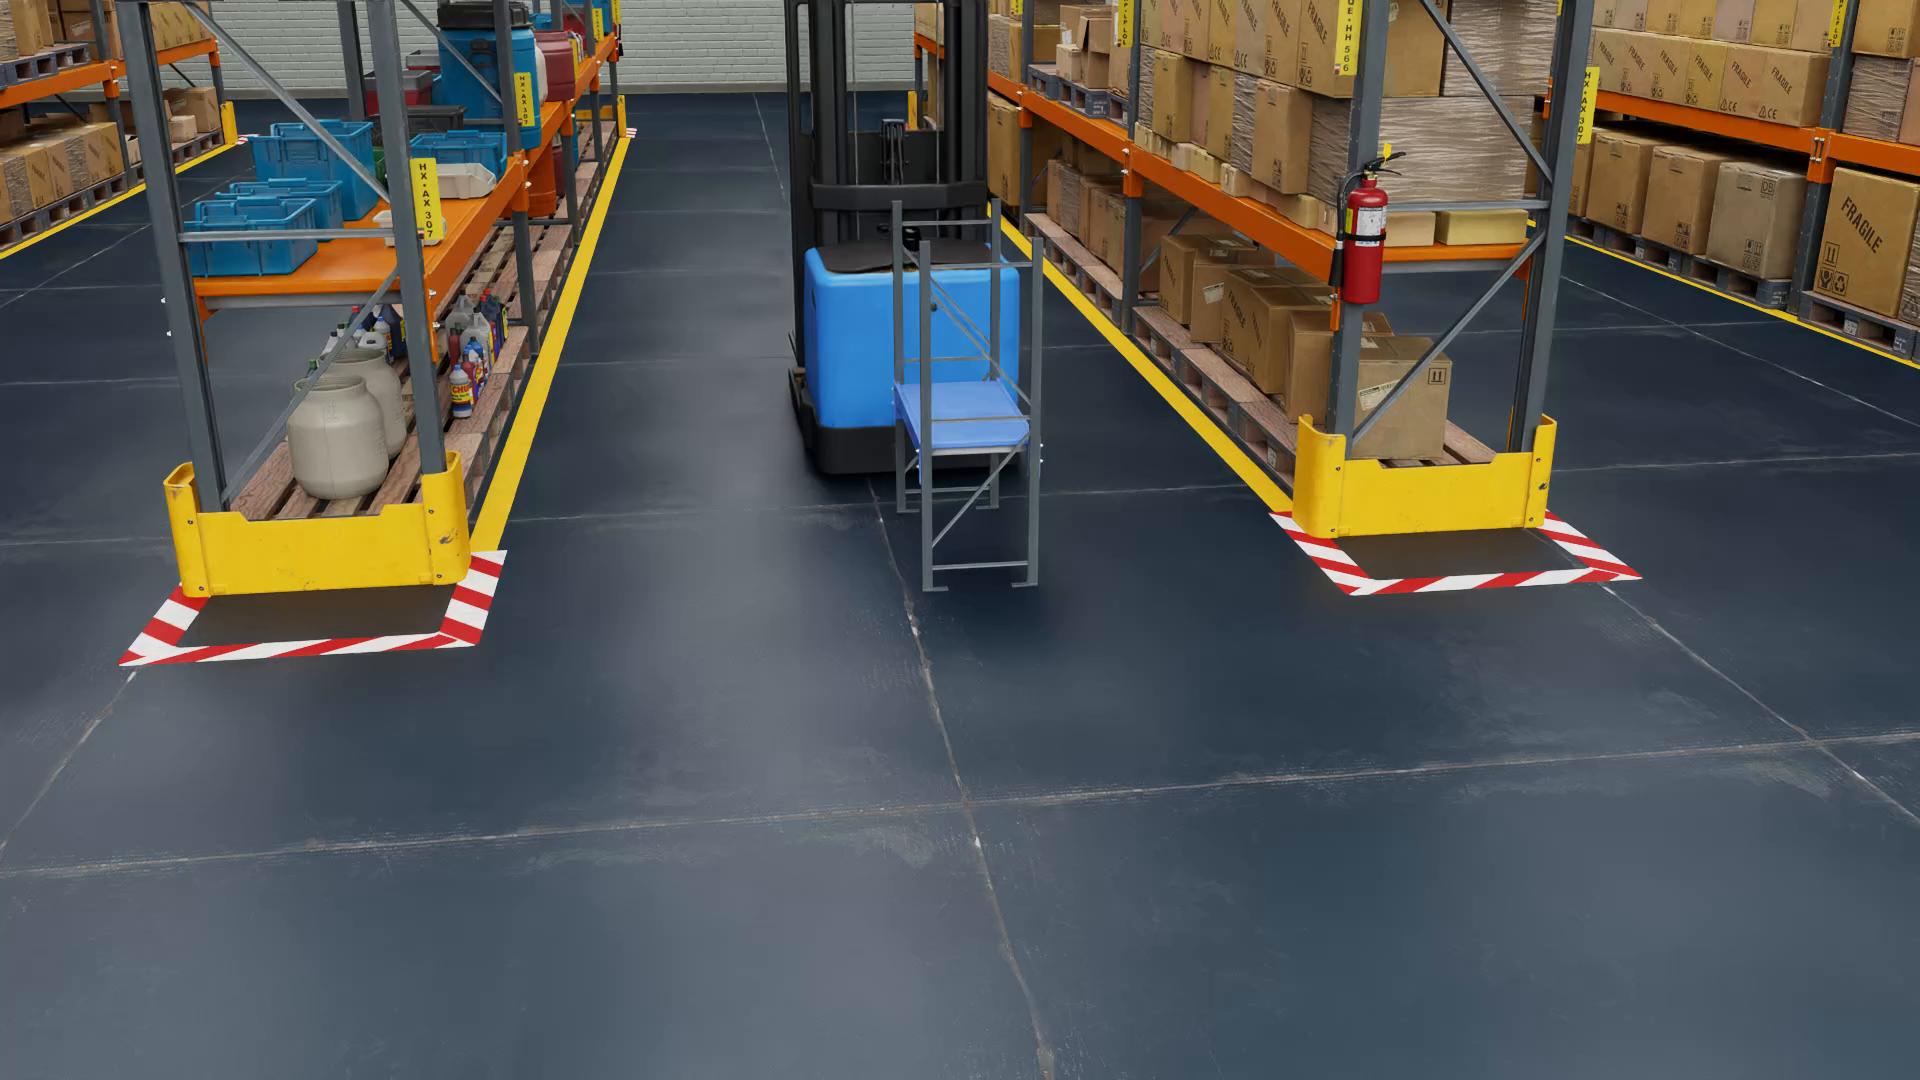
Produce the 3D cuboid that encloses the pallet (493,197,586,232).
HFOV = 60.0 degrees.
[{"bbox_3d":[-4.009,-2.957,15.332,1.003,0.211,1.213,-3,21,-8],"label":"pallet"}]

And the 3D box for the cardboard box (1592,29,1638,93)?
[{"bbox_3d":[5.844,-4.160,14.423,0.500,0.500,0.500,-3,21,-8],"label":"cardboard box"}]

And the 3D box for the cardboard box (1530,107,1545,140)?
[{"bbox_3d":[5.612,-4.058,16.195,0.500,0.250,0.500,-3,21,-9],"label":"cardboard box"}]

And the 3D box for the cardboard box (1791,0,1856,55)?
[{"bbox_3d":[6.469,-3.760,11.923,0.700,0.500,0.500,-3,21,-9],"label":"cardboard box"}]

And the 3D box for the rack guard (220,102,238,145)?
[{"bbox_3d":[-9.898,-5.317,21.237,1.175,0.500,0.348,-3,21,-8],"label":"rack guard"}]

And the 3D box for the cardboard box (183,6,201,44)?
[{"bbox_3d":[-9.497,-6.240,19.994,0.500,0.500,0.500,-3,21,-7],"label":"cardboard box"}]

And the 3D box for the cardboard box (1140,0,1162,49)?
[{"bbox_3d":[1.437,-3.344,10.384,0.500,0.500,0.500,-3,21,-8],"label":"cardboard box"}]

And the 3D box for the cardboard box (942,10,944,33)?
[{"bbox_3d":[0.070,-6.015,19.324,0.500,0.250,0.500,-2,21,-6],"label":"cardboard box"}]

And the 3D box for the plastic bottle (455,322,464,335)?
[{"bbox_3d":[-2.923,-1.141,9.736,0.061,0.283,0.133,-3,21,-8],"label":"plastic bottle"}]

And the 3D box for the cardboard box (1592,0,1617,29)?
[{"bbox_3d":[6.025,-4.817,14.754,0.700,0.500,0.500,-3,21,-8],"label":"cardboard box"}]

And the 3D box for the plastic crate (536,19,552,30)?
[{"bbox_3d":[-5.108,-6.154,20.060,0.416,0.233,0.300,-3,21,-8],"label":"plastic crate"}]

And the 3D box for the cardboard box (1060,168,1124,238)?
[{"bbox_3d":[1.256,-2.855,14.018,0.700,0.500,0.500,-5,21,-12],"label":"cardboard box"}]

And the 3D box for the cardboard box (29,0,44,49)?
[{"bbox_3d":[-9.324,-4.963,15.973,0.700,0.500,0.500,0,20,1],"label":"cardboard box"}]

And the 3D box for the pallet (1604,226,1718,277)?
[{"bbox_3d":[6.182,-2.453,13.983,1.003,0.211,1.213,-3,21,-8],"label":"pallet"}]

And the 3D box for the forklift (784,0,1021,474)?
[{"bbox_3d":[-0.432,-2.185,9.376,1.130,2.935,3.031,-3,21,-9],"label":"forklift"}]

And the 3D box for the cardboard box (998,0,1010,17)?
[{"bbox_3d":[0.764,-5.471,16.500,0.797,0.503,0.637,-2,21,-6],"label":"cardboard box"}]

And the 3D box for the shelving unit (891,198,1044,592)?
[{"bbox_3d":[0.012,-0.673,7.375,0.538,1.500,1.048,-3,21,-8],"label":"shelving unit"}]

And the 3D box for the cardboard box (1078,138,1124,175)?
[{"bbox_3d":[1.260,-3.215,13.910,0.500,0.250,0.500,-1,20,-2],"label":"cardboard box"}]

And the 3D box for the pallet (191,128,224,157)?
[{"bbox_3d":[-9.782,-4.905,20.548,1.003,0.211,1.213,-3,21,-8],"label":"pallet"}]

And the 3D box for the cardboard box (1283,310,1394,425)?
[{"bbox_3d":[2.007,-0.921,8.867,0.500,0.500,0.500,2,21,6],"label":"cardboard box"}]

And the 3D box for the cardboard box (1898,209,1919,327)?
[{"bbox_3d":[6.702,-1.741,10.527,0.875,0.875,0.875,-3,21,-7],"label":"cardboard box"}]

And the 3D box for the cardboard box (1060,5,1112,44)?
[{"bbox_3d":[1.165,-4.301,14.202,0.500,0.500,0.500,-6,21,-14],"label":"cardboard box"}]

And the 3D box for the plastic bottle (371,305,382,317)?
[{"bbox_3d":[-3.591,-1.295,10.160,0.152,0.276,0.135,-2,21,-6],"label":"plastic bottle"}]

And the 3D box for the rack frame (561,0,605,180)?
[{"bbox_3d":[-4.430,-5.378,17.827,1.000,3.000,0.127,-3,21,-8],"label":"rack frame"}]

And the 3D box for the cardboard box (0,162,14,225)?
[{"bbox_3d":[-8.539,-2.951,14.275,0.500,0.500,0.500,-2,21,-5],"label":"cardboard box"}]

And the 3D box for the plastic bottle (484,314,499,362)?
[{"bbox_3d":[-2.807,-1.212,9.928,0.061,0.283,0.133,-2,21,-4],"label":"plastic bottle"}]

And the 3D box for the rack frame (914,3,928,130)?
[{"bbox_3d":[-0.106,-7.012,22.204,1.000,3.000,0.127,-3,21,-8],"label":"rack frame"}]

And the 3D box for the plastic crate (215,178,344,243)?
[{"bbox_3d":[-3.157,-1.537,7.756,0.499,0.251,0.408,-3,21,-8],"label":"plastic crate"}]

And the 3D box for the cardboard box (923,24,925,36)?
[{"bbox_3d":[-0.267,-6.488,21.158,0.380,0.149,0.250,-3,21,-9],"label":"cardboard box"}]

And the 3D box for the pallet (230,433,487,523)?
[{"bbox_3d":[-2.870,-0.222,8.009,1.003,0.211,1.213,-3,21,-8],"label":"pallet"}]

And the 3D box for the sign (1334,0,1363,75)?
[{"bbox_3d":[1.648,-2.142,7.058,0.100,0.325,0.005,-3,21,-8],"label":"sign"}]

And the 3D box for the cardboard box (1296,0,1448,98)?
[{"bbox_3d":[1.877,-2.305,7.604,0.500,0.500,0.500,-3,21,-8],"label":"cardboard box"}]

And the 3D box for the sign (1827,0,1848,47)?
[{"bbox_3d":[6.011,-3.547,11.385,0.100,0.325,0.005,-3,21,-8],"label":"sign"}]

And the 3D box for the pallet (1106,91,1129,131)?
[{"bbox_3d":[1.658,-3.040,11.842,1.003,0.211,1.213,-3,21,-8],"label":"pallet"}]

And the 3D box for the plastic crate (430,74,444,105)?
[{"bbox_3d":[-3.744,-2.967,11.395,0.392,0.384,0.575,-3,21,-8],"label":"plastic crate"}]

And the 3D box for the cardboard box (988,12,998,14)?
[{"bbox_3d":[0.435,-5.155,17.089,0.500,0.500,0.500,-3,21,-9],"label":"cardboard box"}]

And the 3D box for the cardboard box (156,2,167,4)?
[{"bbox_3d":[-9.346,-6.357,18.878,0.500,0.500,0.500,-2,21,-6],"label":"cardboard box"}]

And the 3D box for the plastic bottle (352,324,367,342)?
[{"bbox_3d":[-3.486,-1.121,9.701,0.097,0.271,0.097,0,20,0],"label":"plastic bottle"}]

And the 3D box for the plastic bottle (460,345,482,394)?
[{"bbox_3d":[-2.718,-0.948,9.237,0.097,0.271,0.097,0,20,0],"label":"plastic bottle"}]

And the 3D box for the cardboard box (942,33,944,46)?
[{"bbox_3d":[-0.009,-5.866,19.494,0.380,0.149,0.250,-3,21,-7],"label":"cardboard box"}]

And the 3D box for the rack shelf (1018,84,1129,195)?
[{"bbox_3d":[1.336,-3.213,13.060,1.077,0.370,4.000,-3,21,-8],"label":"rack shelf"}]

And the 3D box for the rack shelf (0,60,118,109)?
[{"bbox_3d":[-9.044,-4.100,15.434,1.077,0.370,4.000,-3,21,-8],"label":"rack shelf"}]

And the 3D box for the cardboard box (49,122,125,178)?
[{"bbox_3d":[-8.978,-4.008,17.104,0.500,0.500,0.500,-3,21,-8],"label":"cardboard box"}]

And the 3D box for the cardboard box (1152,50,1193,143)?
[{"bbox_3d":[1.665,-2.710,10.117,0.875,0.500,0.500,-3,21,-8],"label":"cardboard box"}]

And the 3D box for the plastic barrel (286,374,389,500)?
[{"bbox_3d":[-2.871,-0.478,7.665,0.421,0.512,0.421,0,20,0],"label":"plastic barrel"}]

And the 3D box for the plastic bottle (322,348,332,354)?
[{"bbox_3d":[-3.428,-0.903,9.112,0.152,0.276,0.135,-3,21,-9],"label":"plastic bottle"}]

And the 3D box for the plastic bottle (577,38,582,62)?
[{"bbox_3d":[-4.001,-5.073,17.189,0.152,0.276,0.135,-3,21,-8],"label":"plastic bottle"}]

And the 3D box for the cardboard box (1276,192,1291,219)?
[{"bbox_3d":[1.812,-1.701,8.343,0.380,0.149,0.250,-3,21,-8],"label":"cardboard box"}]

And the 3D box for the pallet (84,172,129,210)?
[{"bbox_3d":[-9.178,-3.543,16.901,1.003,0.211,1.213,-3,21,-8],"label":"pallet"}]

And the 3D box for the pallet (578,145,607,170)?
[{"bbox_3d":[-4.575,-4.324,18.992,1.003,0.211,1.213,-3,21,-8],"label":"pallet"}]

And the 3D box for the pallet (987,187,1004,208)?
[{"bbox_3d":[0.836,-3.634,17.146,1.003,0.211,1.213,-3,21,-8],"label":"pallet"}]

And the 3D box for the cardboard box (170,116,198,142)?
[{"bbox_3d":[-9.480,-4.926,19.919,0.500,0.250,0.500,-3,21,-8],"label":"cardboard box"}]

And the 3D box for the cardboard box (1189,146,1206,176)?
[{"bbox_3d":[1.562,-2.219,9.729,0.380,0.149,0.250,-3,21,-8],"label":"cardboard box"}]
